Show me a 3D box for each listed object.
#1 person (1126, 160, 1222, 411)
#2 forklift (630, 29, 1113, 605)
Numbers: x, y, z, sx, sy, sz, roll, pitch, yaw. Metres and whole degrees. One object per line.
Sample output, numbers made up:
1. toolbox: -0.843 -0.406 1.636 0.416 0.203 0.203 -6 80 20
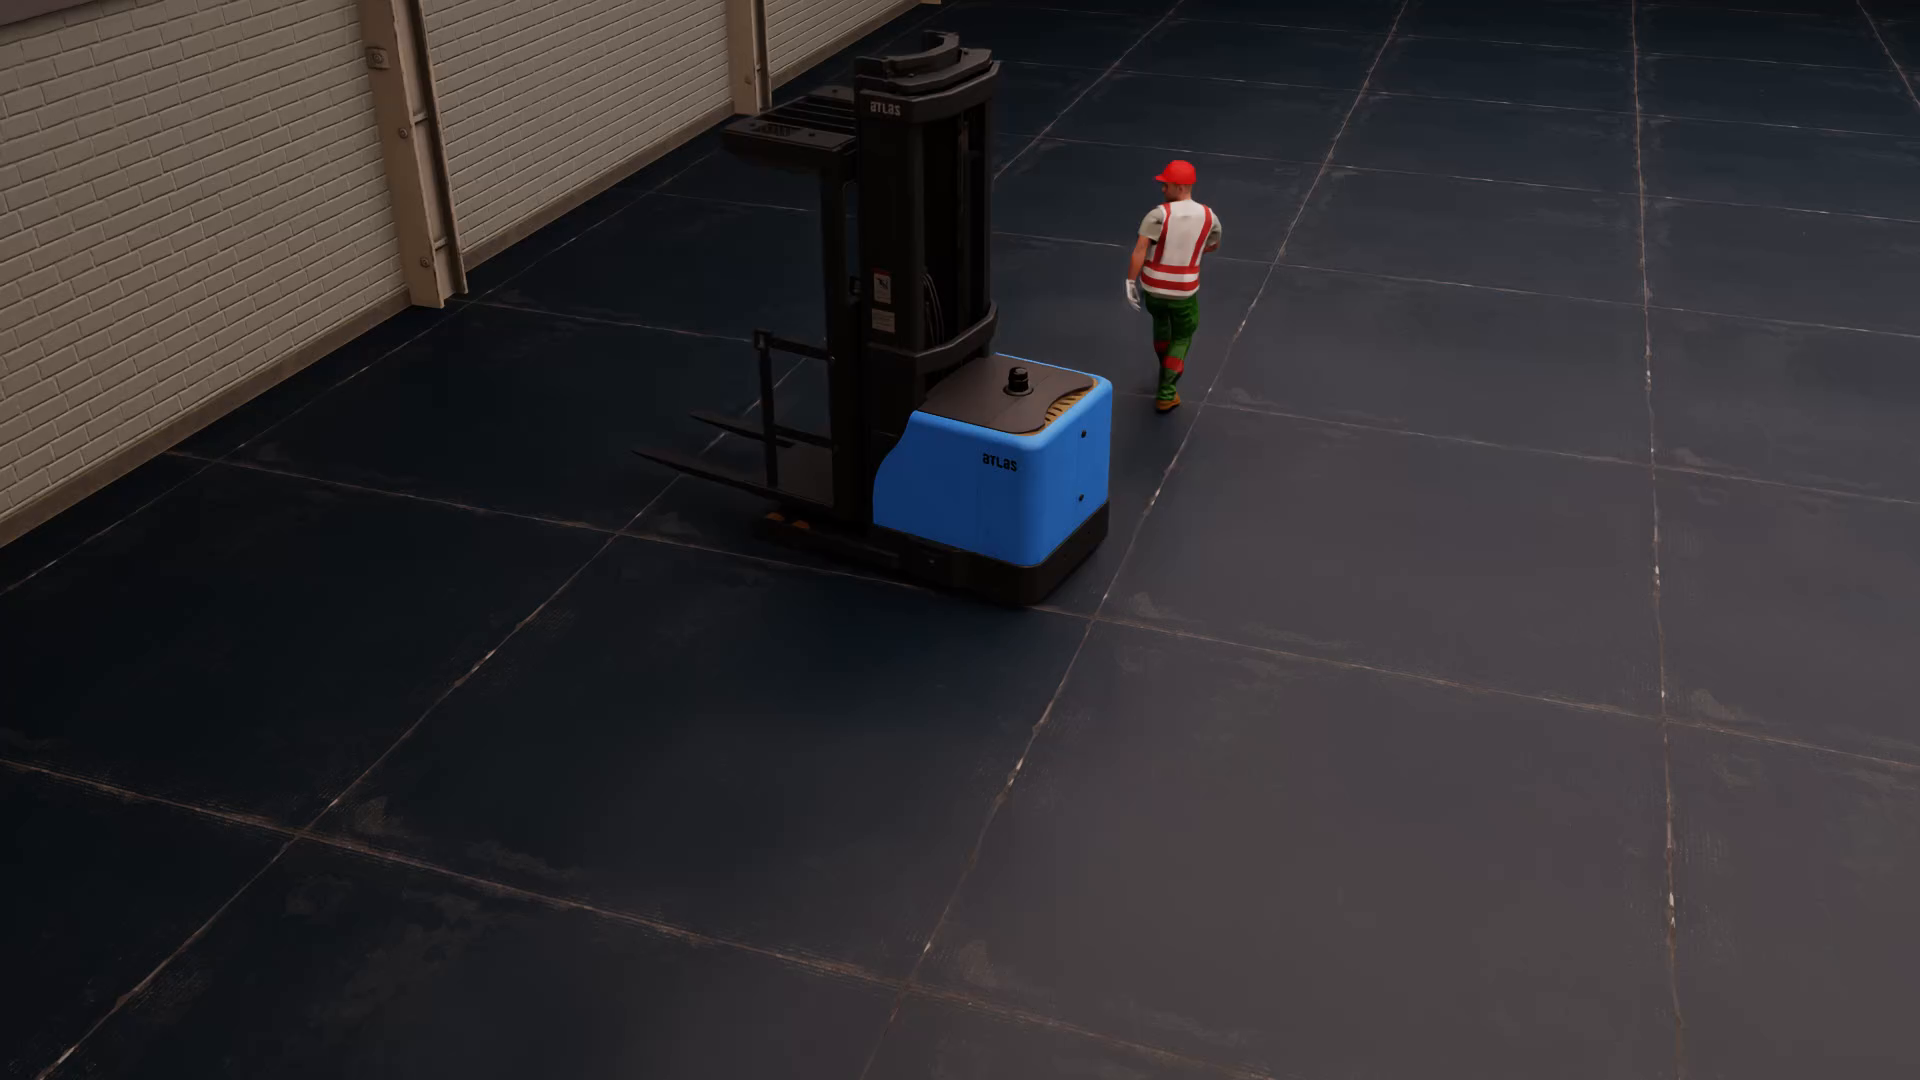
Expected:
1. person: 1.479 -1.754 11.485 0.577 1.753 0.935 7 30 12
2. forklift: -0.641 -1.431 9.647 3.031 2.935 1.130 16 33 26
